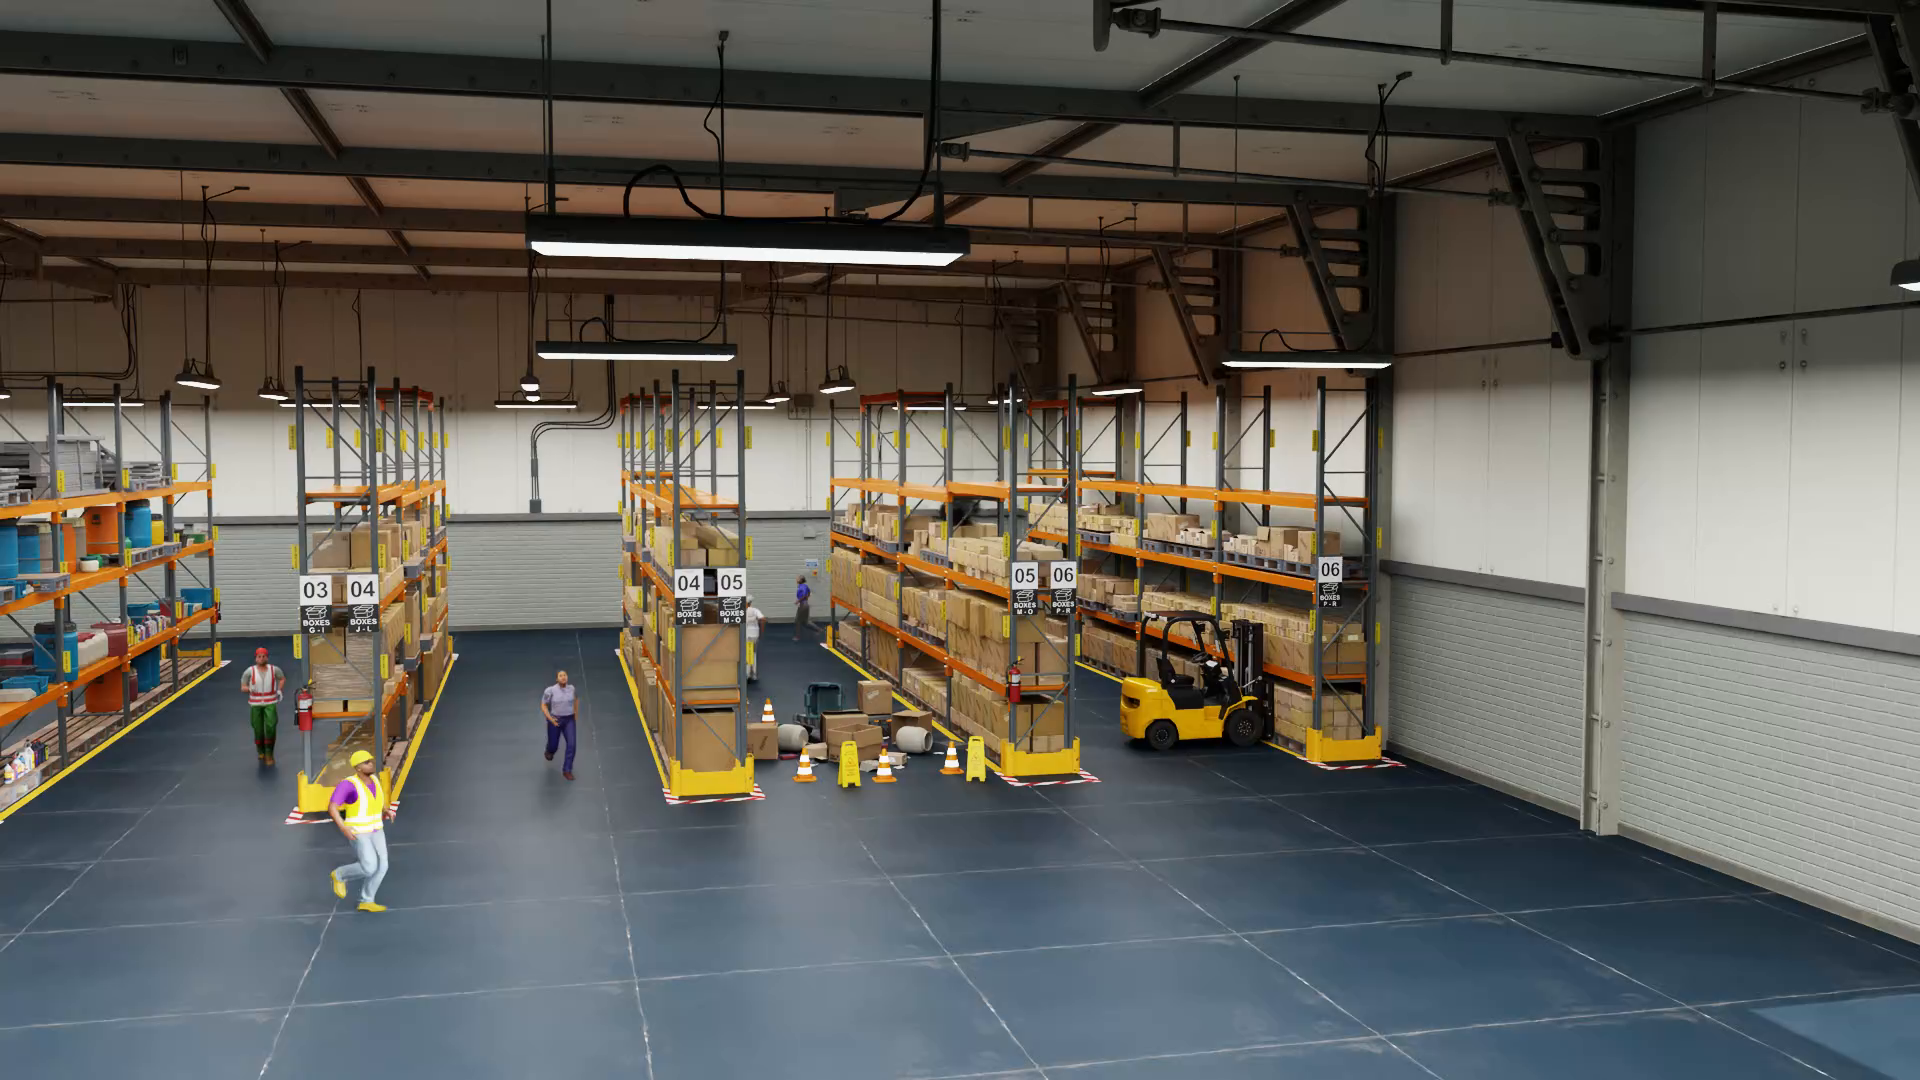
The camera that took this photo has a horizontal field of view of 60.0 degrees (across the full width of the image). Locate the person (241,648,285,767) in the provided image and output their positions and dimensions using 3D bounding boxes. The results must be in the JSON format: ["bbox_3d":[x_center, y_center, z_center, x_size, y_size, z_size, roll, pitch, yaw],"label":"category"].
[{"bbox_3d":[-10.751,2.577,25.666,0.632,1.824,0.705,-1,4,-22],"label":"person"}]

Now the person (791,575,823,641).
[{"bbox_3d":[-3.838,1.754,41.483,0.774,1.590,0.589,0,3,-5],"label":"person"}]

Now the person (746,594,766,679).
[{"bbox_3d":[-4.415,2.058,34.713,0.636,1.850,0.758,-1,4,-19],"label":"person"}]

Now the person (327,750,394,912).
[{"bbox_3d":[-6.353,3.094,17.694,0.526,1.723,0.743,1,4,23],"label":"person"}]

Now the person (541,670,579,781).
[{"bbox_3d":[-5.961,2.742,24.850,0.595,1.625,0.891,-2,4,-26],"label":"person"}]
